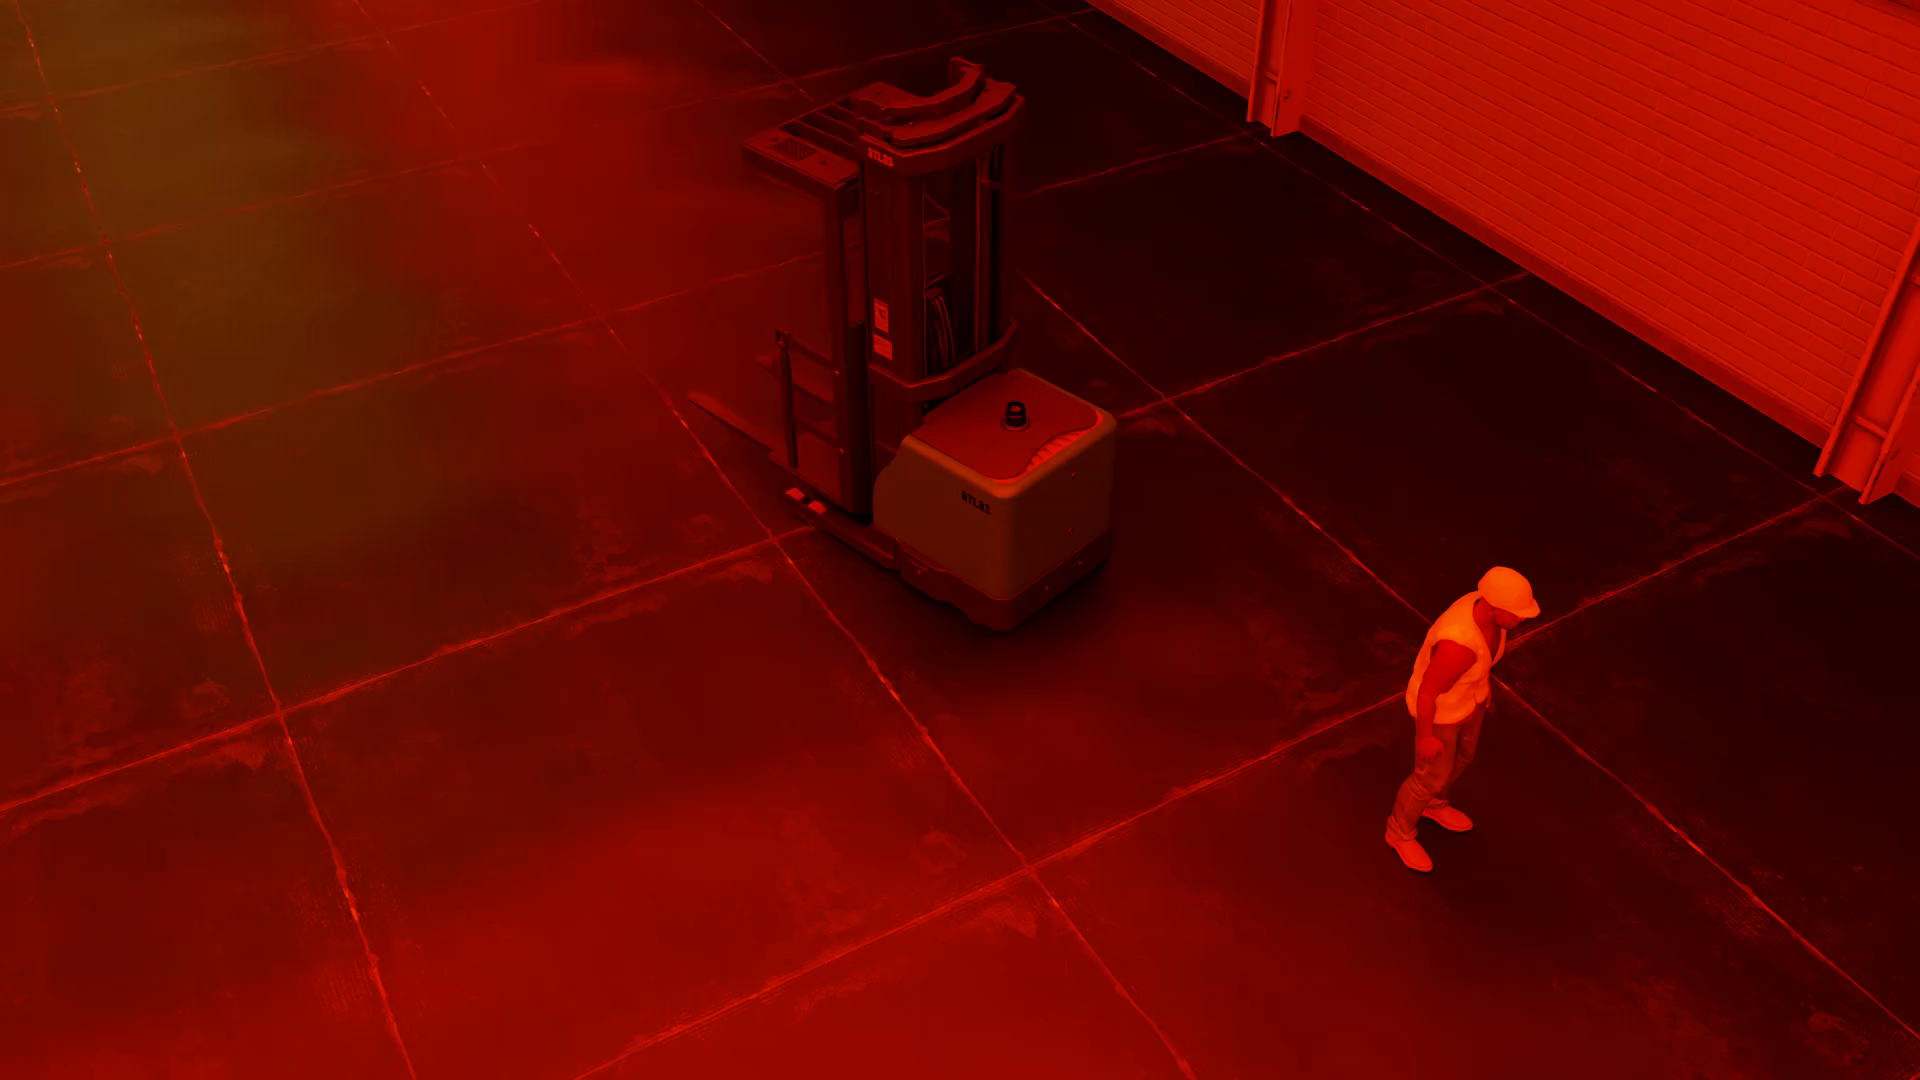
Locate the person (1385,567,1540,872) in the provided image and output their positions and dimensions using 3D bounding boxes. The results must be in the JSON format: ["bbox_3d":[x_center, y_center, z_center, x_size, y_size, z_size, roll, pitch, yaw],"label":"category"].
[{"bbox_3d":[2.389,0.806,7.985,0.463,1.759,0.626,31,49,32],"label":"person"}]

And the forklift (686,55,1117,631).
[{"bbox_3d":[-0.503,-1.423,9.752,3.031,2.935,1.130,31,49,32],"label":"forklift"}]
